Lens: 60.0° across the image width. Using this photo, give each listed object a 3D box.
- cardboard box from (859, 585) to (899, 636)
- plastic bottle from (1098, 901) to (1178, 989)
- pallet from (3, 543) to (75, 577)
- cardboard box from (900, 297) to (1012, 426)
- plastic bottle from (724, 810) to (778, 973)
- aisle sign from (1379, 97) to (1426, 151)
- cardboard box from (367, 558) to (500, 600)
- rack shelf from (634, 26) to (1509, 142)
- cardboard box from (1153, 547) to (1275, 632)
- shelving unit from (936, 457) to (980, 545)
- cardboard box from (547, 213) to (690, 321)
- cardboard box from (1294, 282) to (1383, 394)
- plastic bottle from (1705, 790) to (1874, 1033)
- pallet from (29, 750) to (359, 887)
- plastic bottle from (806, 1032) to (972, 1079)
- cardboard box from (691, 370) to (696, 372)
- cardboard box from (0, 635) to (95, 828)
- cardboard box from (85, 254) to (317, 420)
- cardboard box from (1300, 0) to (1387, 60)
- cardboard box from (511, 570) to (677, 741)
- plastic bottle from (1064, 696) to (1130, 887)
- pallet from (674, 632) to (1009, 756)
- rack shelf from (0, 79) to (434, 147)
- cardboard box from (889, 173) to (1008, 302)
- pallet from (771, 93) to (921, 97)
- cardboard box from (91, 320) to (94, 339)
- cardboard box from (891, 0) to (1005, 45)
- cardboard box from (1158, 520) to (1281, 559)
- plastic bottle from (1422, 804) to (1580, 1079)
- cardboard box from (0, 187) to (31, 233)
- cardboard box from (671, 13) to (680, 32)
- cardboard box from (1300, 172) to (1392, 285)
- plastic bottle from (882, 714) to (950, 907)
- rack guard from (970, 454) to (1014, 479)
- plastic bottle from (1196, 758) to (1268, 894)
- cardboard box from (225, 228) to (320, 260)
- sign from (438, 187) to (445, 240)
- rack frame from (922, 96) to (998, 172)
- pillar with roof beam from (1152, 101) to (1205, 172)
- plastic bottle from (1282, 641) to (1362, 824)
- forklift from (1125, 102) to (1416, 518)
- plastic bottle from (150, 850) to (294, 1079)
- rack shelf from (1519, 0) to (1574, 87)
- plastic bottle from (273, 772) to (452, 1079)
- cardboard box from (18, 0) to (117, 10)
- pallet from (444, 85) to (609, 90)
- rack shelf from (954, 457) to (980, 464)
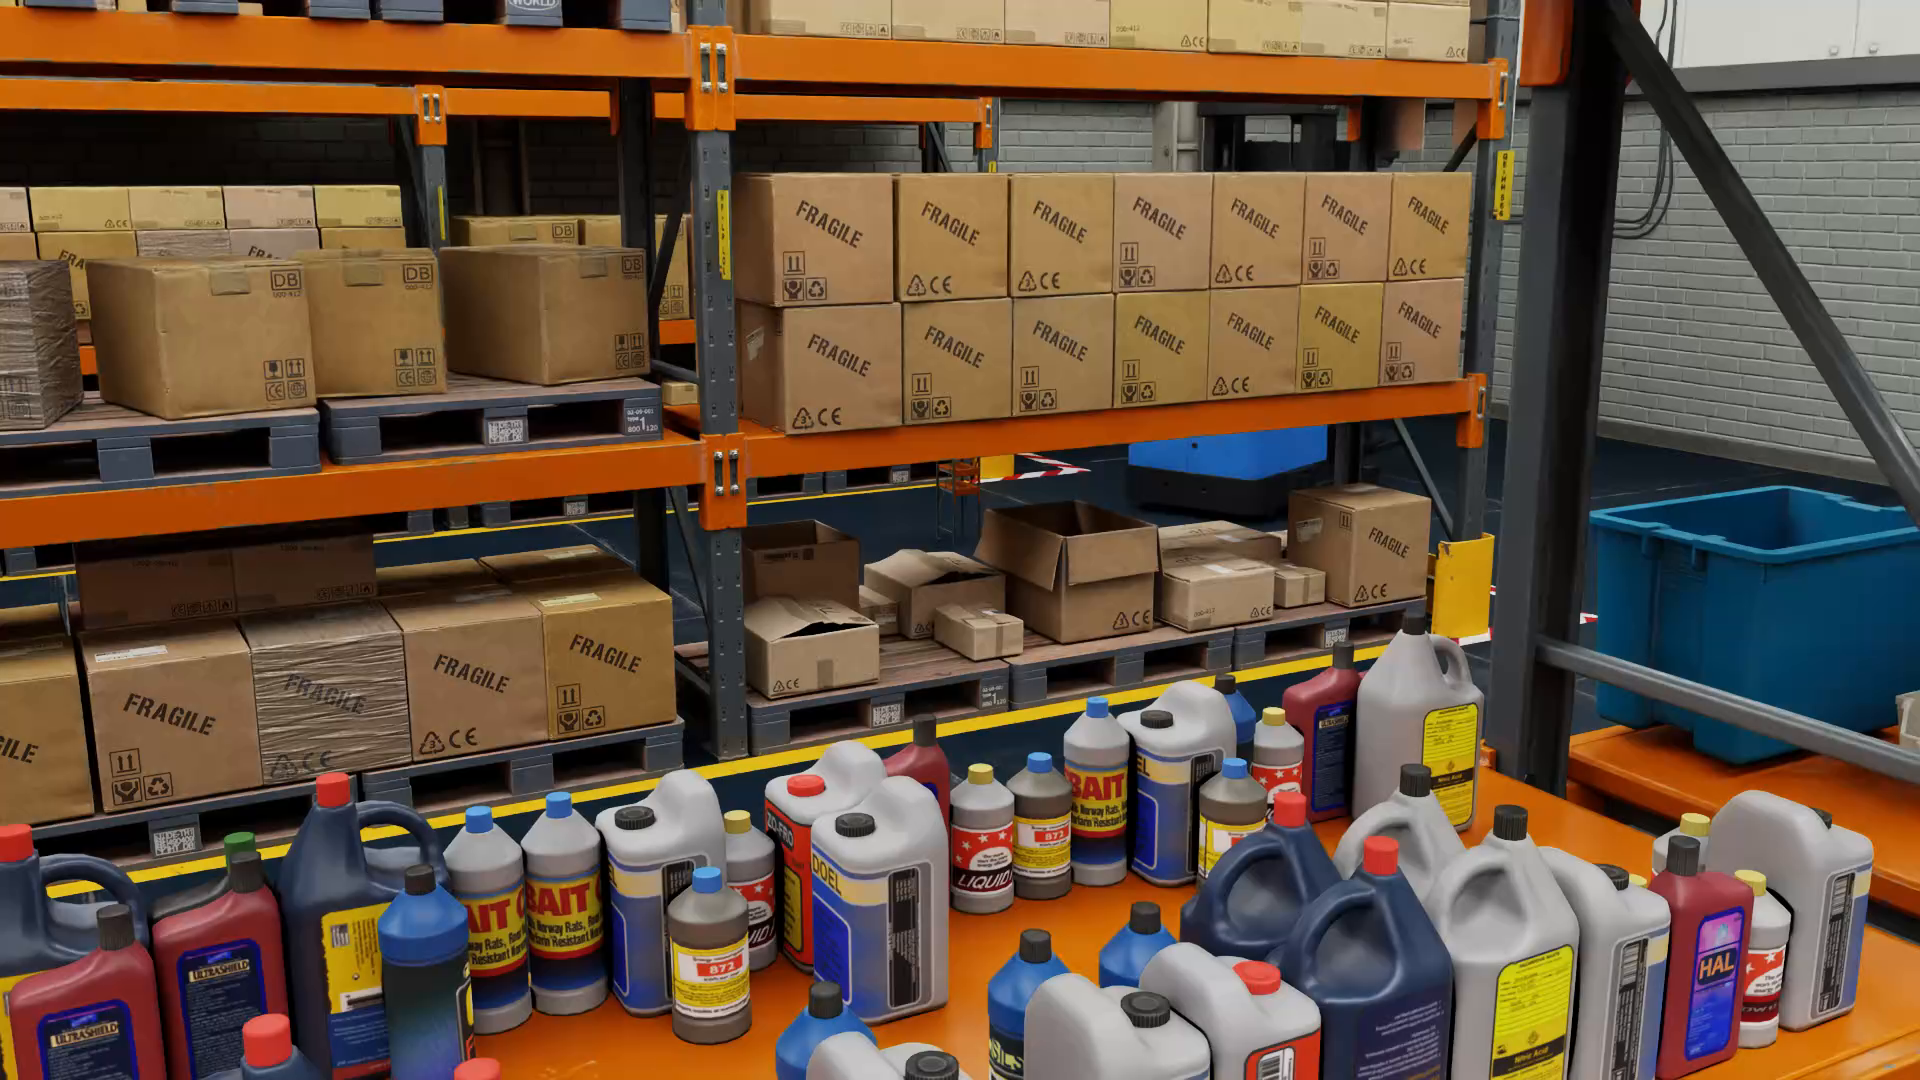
[{"bbox_3d":[-0.481,0.337,7.771,0.250,0.149,0.380,-7,14,-28],"label":"cardboard box"},{"bbox_3d":[0.194,0.517,1.772,0.097,0.271,0.097,0,13,0],"label":"plastic bottle"},{"bbox_3d":[-5.235,-0.043,10.318,1.213,0.211,1.003,-7,14,-28],"label":"pallet"},{"bbox_3d":[-0.119,-0.778,7.007,0.500,0.500,0.500,-7,14,-27],"label":"cardboard box"},{"bbox_3d":[-0.291,0.458,2.195,0.097,0.201,0.097,0,13,0],"label":"plastic bottle"},{"bbox_3d":[2.285,-2.427,8.638,0.004,0.787,0.394,-7,14,-28],"label":"aisle sign"},{"bbox_3d":[-2.149,0.393,6.721,0.500,0.500,0.500,-7,14,-27],"label":"cardboard box"},{"bbox_3d":[0.610,-1.997,7.455,4.000,0.370,1.077,-7,14,-28],"label":"rack shelf"},{"bbox_3d":[1.158,0.231,8.011,0.500,0.250,0.500,-7,14,-28],"label":"cardboard box"},{"bbox_3d":[-0.013,-0.584,10.471,0.189,1.200,0.258,-7,14,-28],"label":"shelving unit"},{"bbox_3d":[-2.395,-1.904,11.554,0.700,0.700,0.980,-7,15,-29],"label":"cardboard box"},{"bbox_3d":[1.649,-0.988,7.942,0.500,0.500,0.500,-7,14,-27],"label":"cardboard box"},{"bbox_3d":[1.034,0.446,2.080,0.135,0.276,0.152,-7,14,-28],"label":"plastic bottle"},{"bbox_3d":[-2.913,0.909,6.090,1.213,0.211,1.003,-7,14,-28],"label":"pallet"},{"bbox_3d":[-0.051,0.576,1.502,0.135,0.276,0.152,-7,14,-28],"label":"plastic bottle"},{"bbox_3d":[-1.898,-1.149,12.143,0.250,0.149,0.380,-7,15,-29],"label":"cardboard box"},{"bbox_3d":[-3.220,0.651,5.575,0.500,0.500,0.500,-7,14,-29],"label":"cardboard box"},{"bbox_3d":[-2.666,-0.730,5.835,0.500,0.500,0.700,-12,17,-42],"label":"cardboard box"},{"bbox_3d":[1.597,-2.329,7.637,0.500,0.250,0.500,-7,14,-28],"label":"cardboard box"},{"bbox_3d":[-1.441,0.438,6.521,0.500,0.500,0.500,-7,14,-28],"label":"cardboard box"},{"bbox_3d":[0.200,0.365,2.450,0.097,0.271,0.097,0,13,0],"label":"plastic bottle"},{"bbox_3d":[-0.542,0.615,7.397,1.213,0.211,1.003,-7,14,-28],"label":"pallet"},{"bbox_3d":[-5.277,-2.530,9.826,4.000,0.370,1.077,-7,14,-28],"label":"rack shelf"},{"bbox_3d":[-0.144,-1.260,6.871,0.500,0.500,0.500,-7,15,-30],"label":"cardboard box"},{"bbox_3d":[-0.657,-3.389,12.205,1.213,0.211,1.003,-7,14,-28],"label":"pallet"},{"bbox_3d":[-5.058,-1.274,9.965,0.250,0.149,0.380,-6,14,-26],"label":"cardboard box"},{"bbox_3d":[-0.159,-2.119,6.704,0.500,0.250,0.500,-7,14,-28],"label":"cardboard box"},{"bbox_3d":[1.314,0.087,8.649,0.500,0.250,0.500,-7,14,-28],"label":"cardboard box"},{"bbox_3d":[0.575,0.465,1.823,0.185,0.351,0.144,-7,14,-28],"label":"plastic bottle"},{"bbox_3d":[-5.603,-1.885,9.493,0.500,0.250,0.500,-7,14,-27],"label":"cardboard box"},{"bbox_3d":[-1.888,-3.400,11.210,0.500,0.250,0.500,-7,15,-29],"label":"cardboard box"},{"bbox_3d":[1.664,-1.478,7.839,0.500,0.500,0.500,-6,14,-26],"label":"cardboard box"},{"bbox_3d":[-0.081,0.388,2.319,0.133,0.283,0.061,-7,14,-28],"label":"plastic bottle"},{"bbox_3d":[0.010,-0.832,13.166,0.348,0.500,1.175,-7,14,-28],"label":"rack guard"},{"bbox_3d":[0.391,0.414,2.390,0.097,0.201,0.097,0,13,0],"label":"plastic bottle"},{"bbox_3d":[-4.249,-1.679,10.286,0.500,0.500,0.500,-7,14,-27],"label":"cardboard box"},{"bbox_3d":[-3.253,-2.051,10.432,0.005,0.325,0.100,-7,14,-28],"label":"sign"},{"bbox_3d":[-0.011,-2.049,12.881,0.127,3.000,1.000,-7,14,-28],"label":"rack frame"},{"bbox_3d":[4.007,-4.597,10.538,0.400,9.000,9.100,-7,14,-28],"label":"pillar with roof beam"},{"bbox_3d":[0.582,0.309,2.672,0.133,0.283,0.061,-7,14,-28],"label":"plastic bottle"},{"bbox_3d":[2.462,-1.842,12.118,1.130,2.935,3.031,10,16,37],"label":"forklift"},{"bbox_3d":[-0.824,0.492,1.856,0.133,0.283,0.061,-7,14,-28],"label":"plastic bottle"},{"bbox_3d":[-0.531,-0.621,1.342,4.000,0.370,1.077,-7,14,-28],"label":"rack shelf"},{"bbox_3d":[-0.693,0.439,1.939,0.185,0.351,0.144,-7,14,-28],"label":"plastic bottle"},{"bbox_3d":[-5.275,-3.172,9.810,0.500,0.500,0.700,-7,14,-28],"label":"cardboard box"},{"bbox_3d":[-2.799,-3.132,11.065,1.213,0.211,1.003,-7,14,-28],"label":"pallet"},{"bbox_3d":[-0.013,-0.540,10.480,0.180,0.103,0.258,-7,14,-28],"label":"rack shelf"}]
